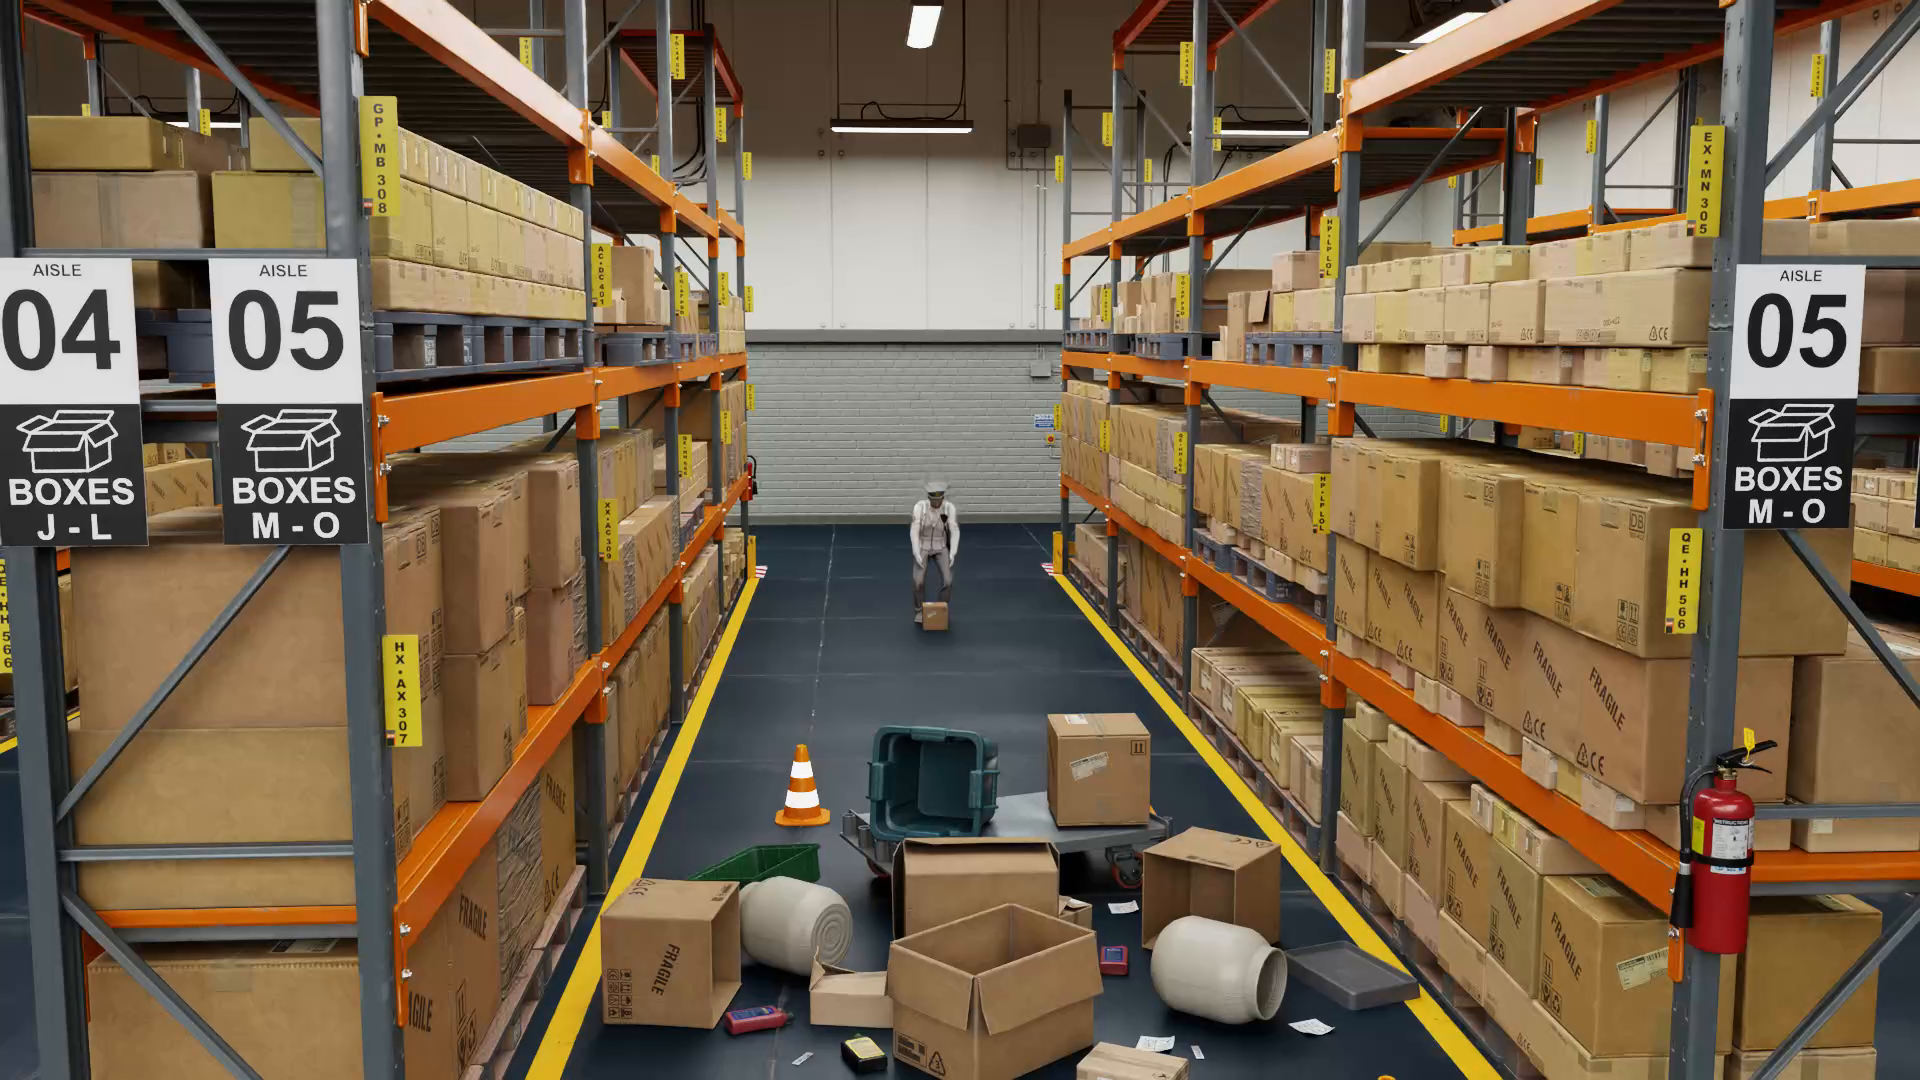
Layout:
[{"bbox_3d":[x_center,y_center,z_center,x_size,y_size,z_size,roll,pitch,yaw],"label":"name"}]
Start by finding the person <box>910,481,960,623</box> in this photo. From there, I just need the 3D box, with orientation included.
[{"bbox_3d":[-0.290,0.122,17.471,0.473,1.501,0.613,0,7,-3],"label":"person"}]
